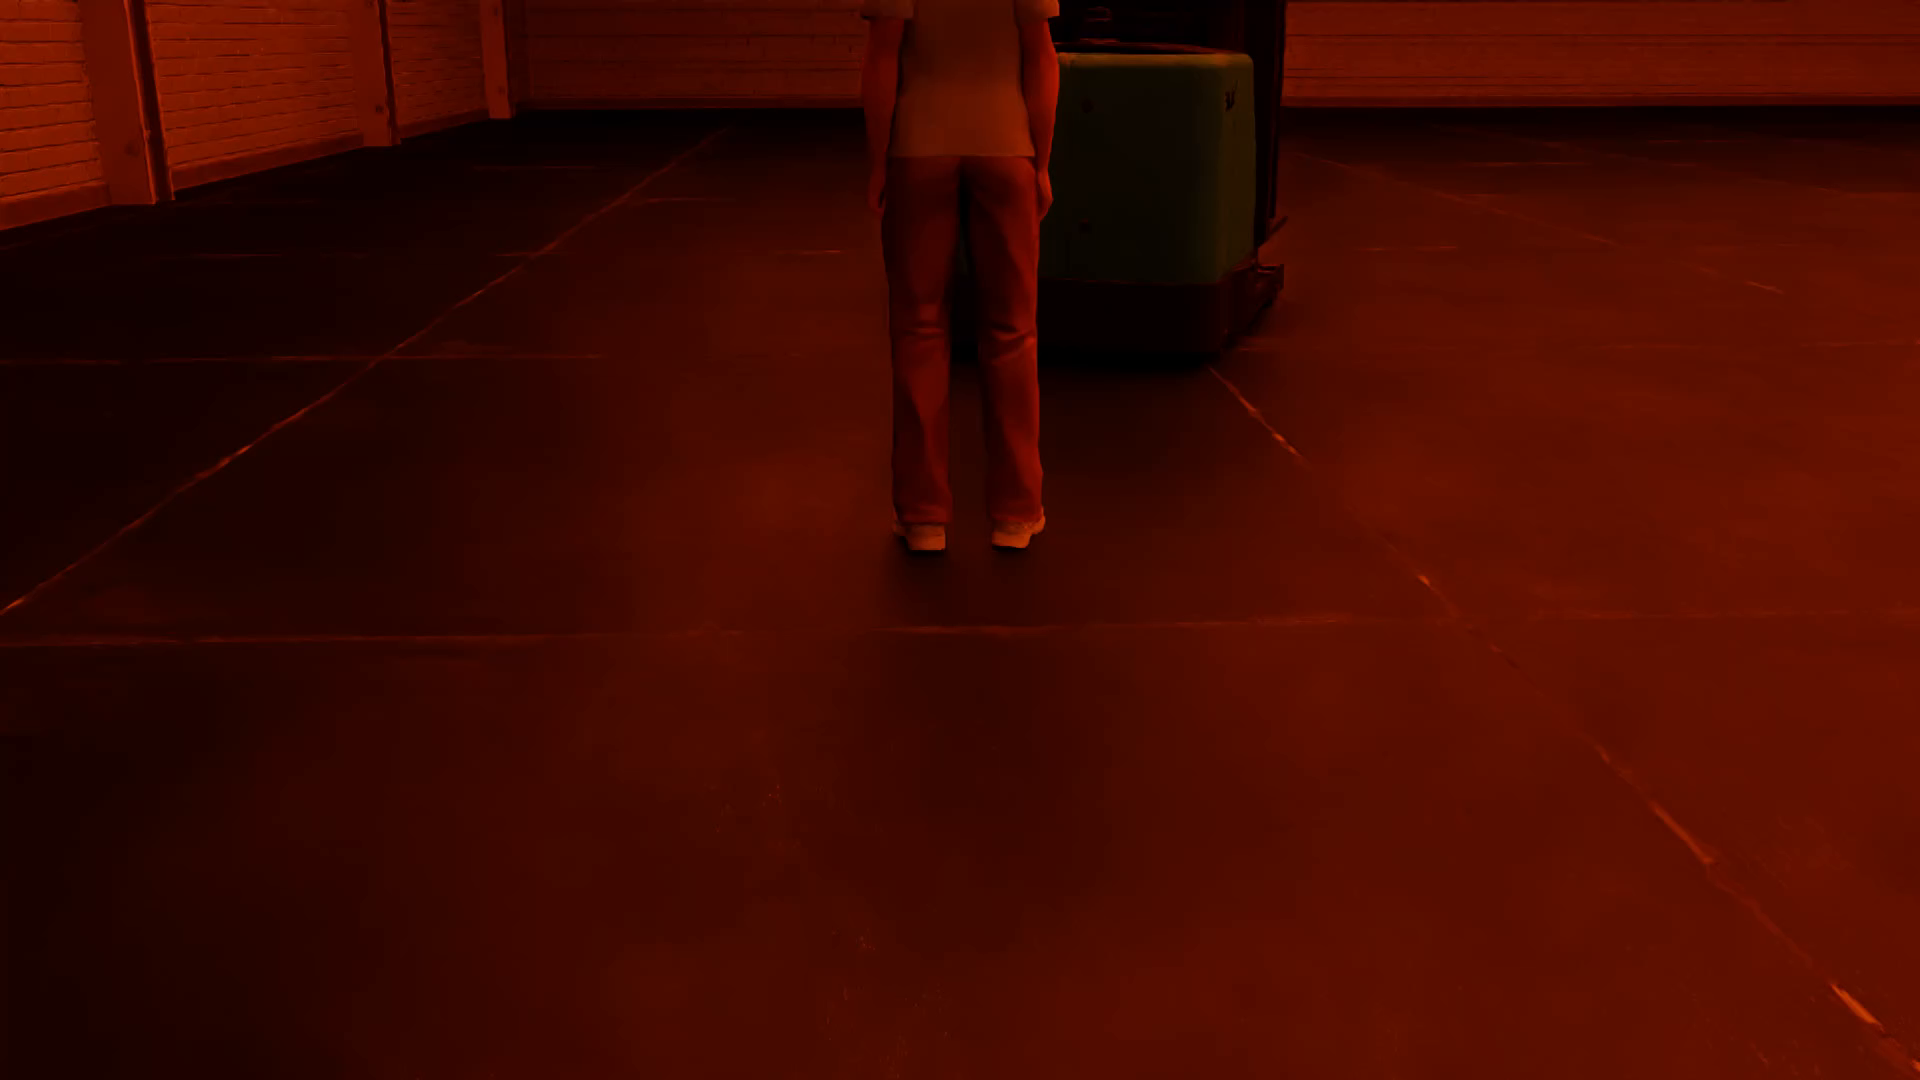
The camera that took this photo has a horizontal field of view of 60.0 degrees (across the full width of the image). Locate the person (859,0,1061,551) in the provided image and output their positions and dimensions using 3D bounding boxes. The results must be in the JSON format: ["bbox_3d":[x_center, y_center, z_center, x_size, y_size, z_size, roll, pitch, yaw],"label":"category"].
[{"bbox_3d":[-0.003,-0.802,3.682,0.429,1.673,0.365,-1,17,-3],"label":"person"}]

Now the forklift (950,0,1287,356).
[{"bbox_3d":[0.821,-2.446,6.903,1.130,2.935,3.031,5,18,16],"label":"forklift"}]
